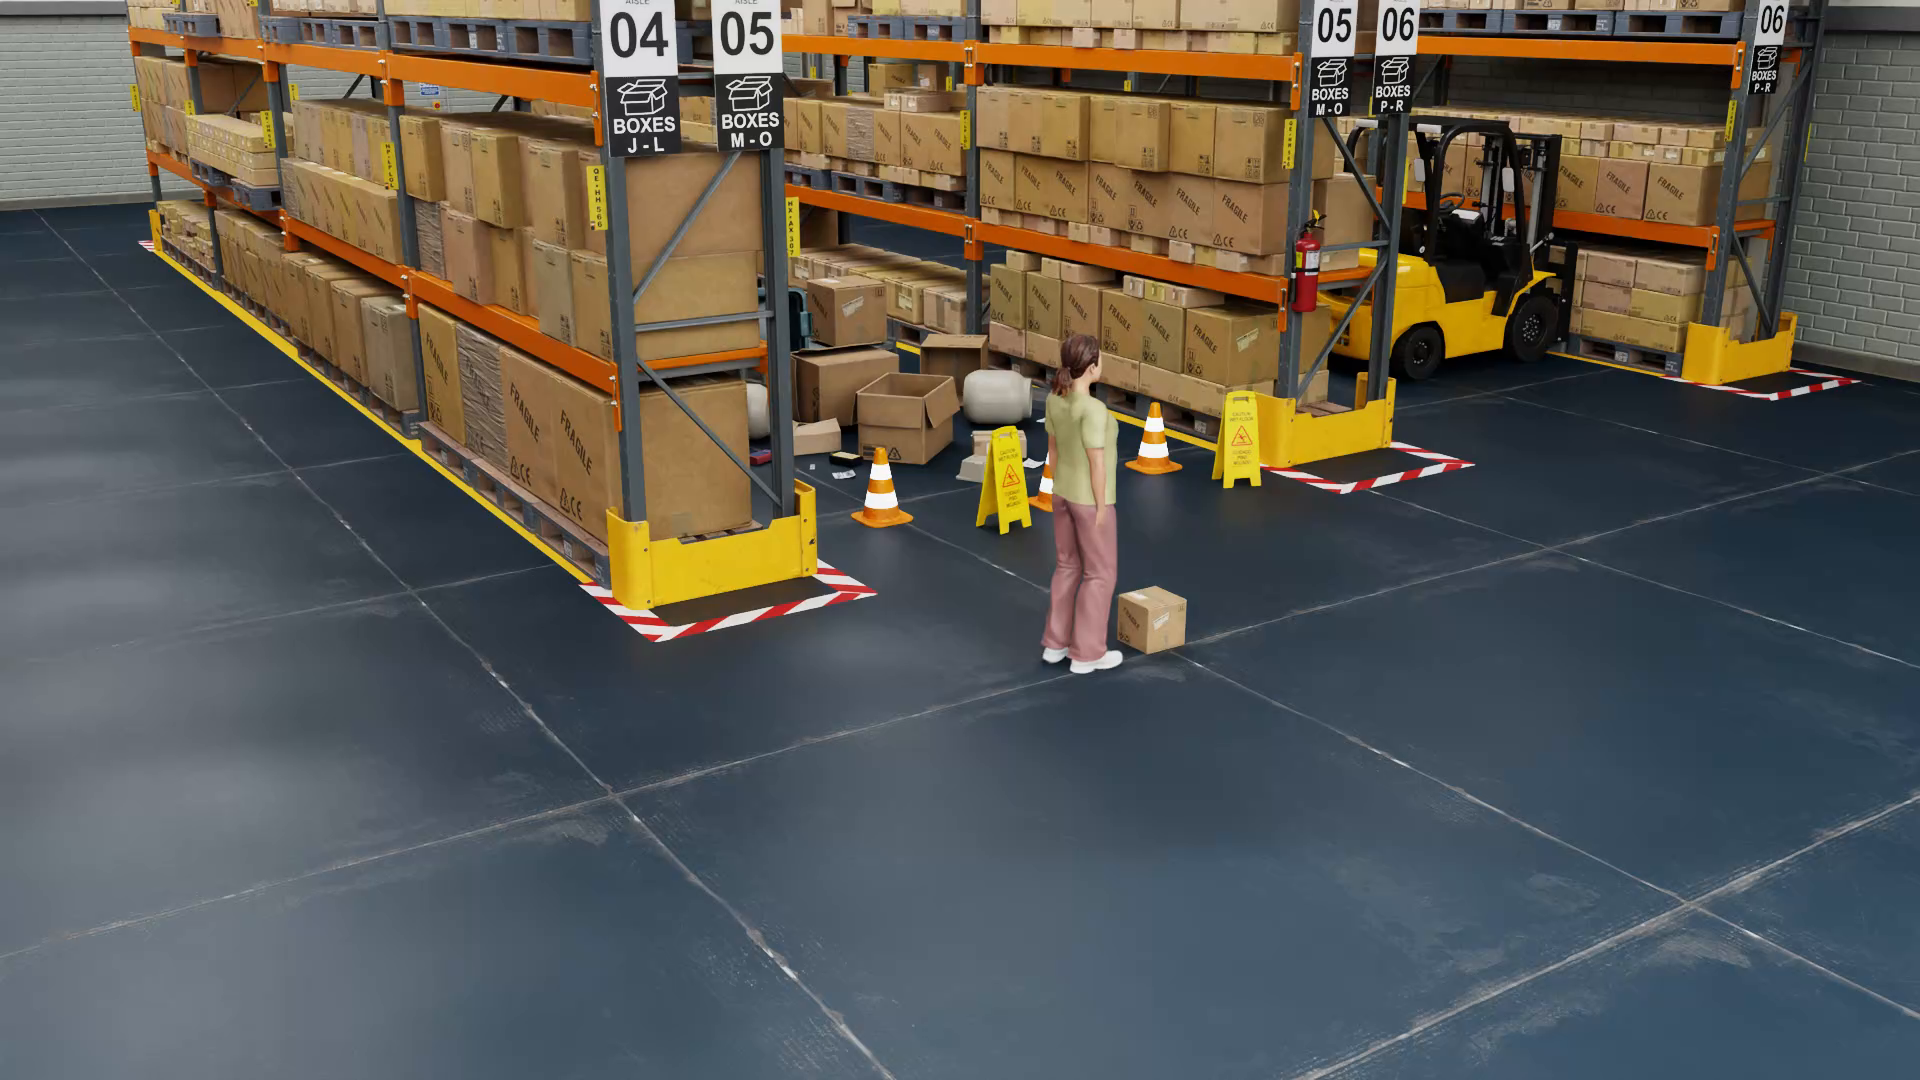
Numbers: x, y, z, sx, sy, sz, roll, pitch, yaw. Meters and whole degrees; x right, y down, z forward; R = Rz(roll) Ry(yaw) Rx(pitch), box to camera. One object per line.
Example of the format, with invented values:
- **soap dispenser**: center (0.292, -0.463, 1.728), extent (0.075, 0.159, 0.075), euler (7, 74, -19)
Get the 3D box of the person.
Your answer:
- **person**: center (0.589, -0.180, 8.125), extent (0.370, 1.668, 0.439), euler (-11, 21, -30)
